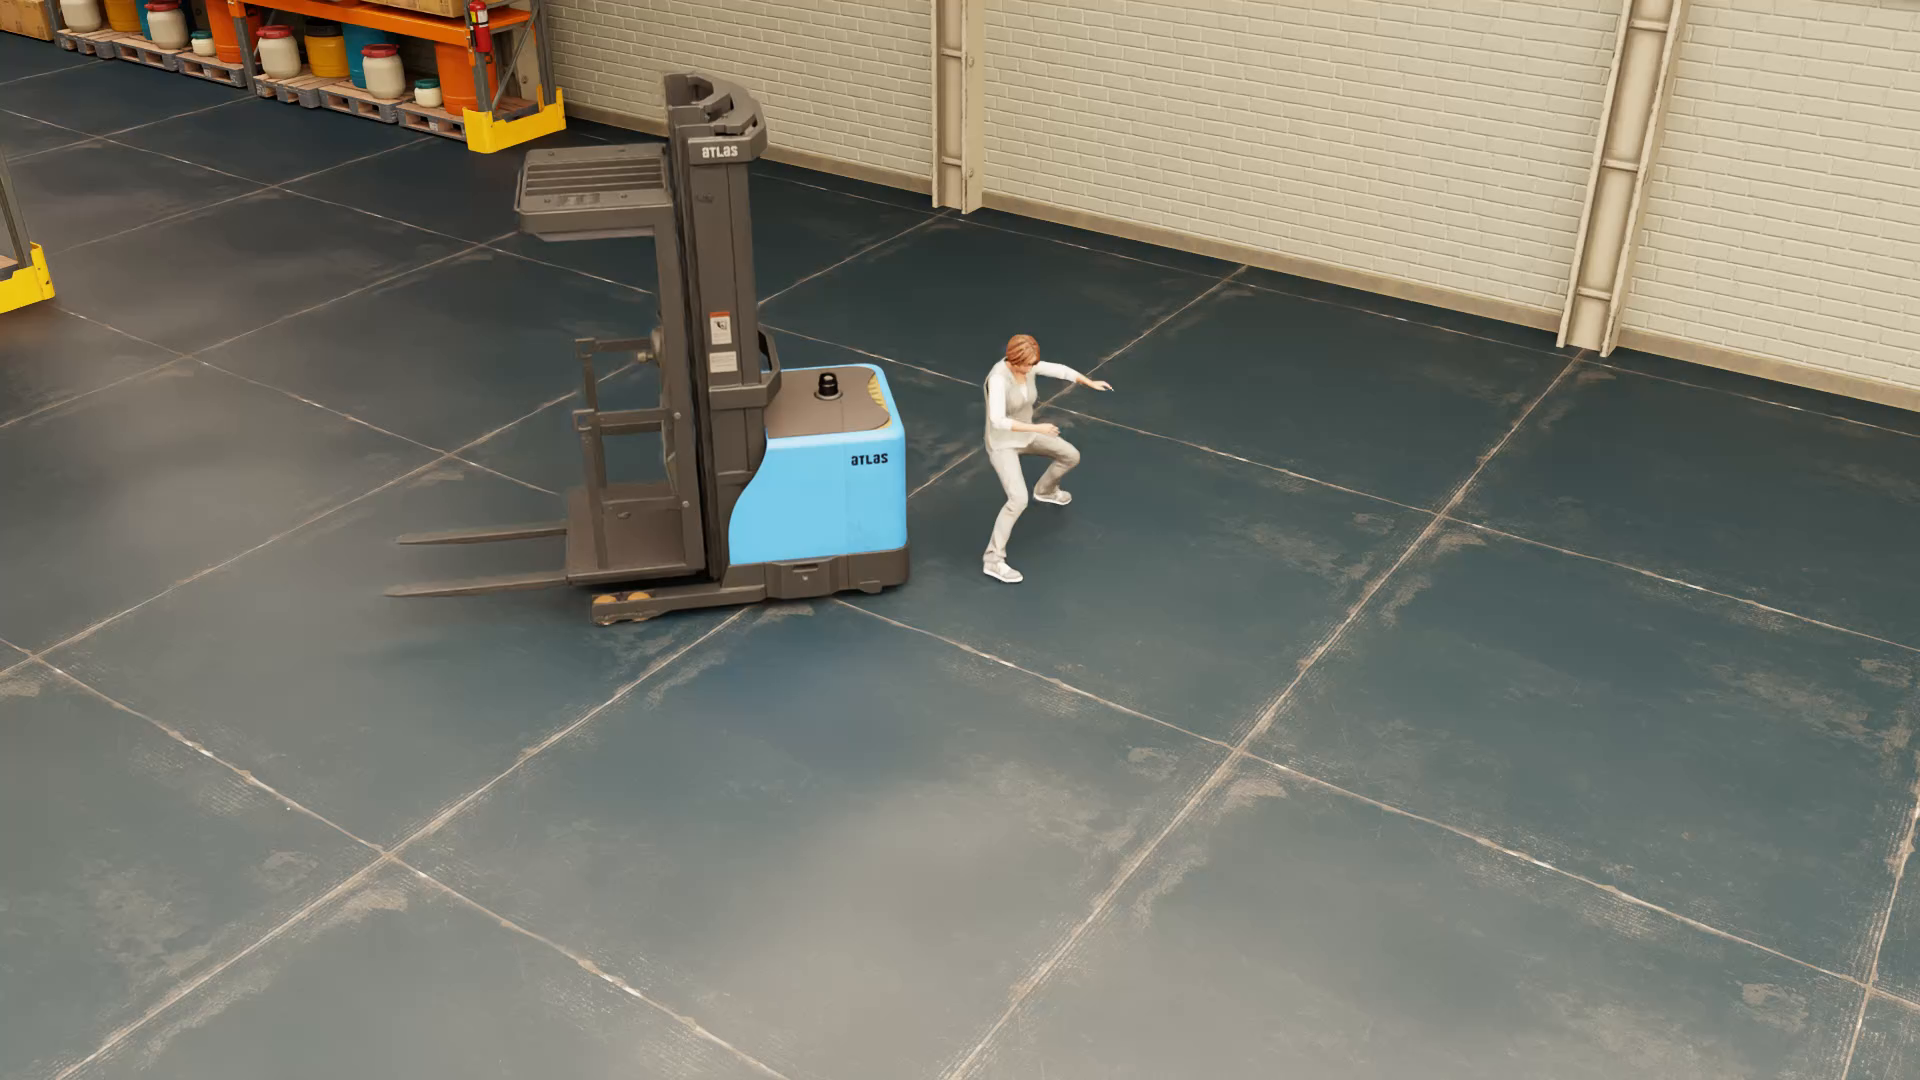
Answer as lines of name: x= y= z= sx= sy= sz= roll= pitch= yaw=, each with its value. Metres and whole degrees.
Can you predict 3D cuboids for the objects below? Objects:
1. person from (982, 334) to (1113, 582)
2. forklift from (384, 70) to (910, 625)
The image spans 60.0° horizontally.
person: x=0.451 y=-0.602 z=10.173 sx=0.601 sy=1.368 sz=1.069 roll=24 pitch=38 yaw=35
forklift: x=-1.870 y=-1.064 z=9.414 sx=3.031 sy=2.935 sz=1.130 roll=-5 pitch=31 yaw=-9
